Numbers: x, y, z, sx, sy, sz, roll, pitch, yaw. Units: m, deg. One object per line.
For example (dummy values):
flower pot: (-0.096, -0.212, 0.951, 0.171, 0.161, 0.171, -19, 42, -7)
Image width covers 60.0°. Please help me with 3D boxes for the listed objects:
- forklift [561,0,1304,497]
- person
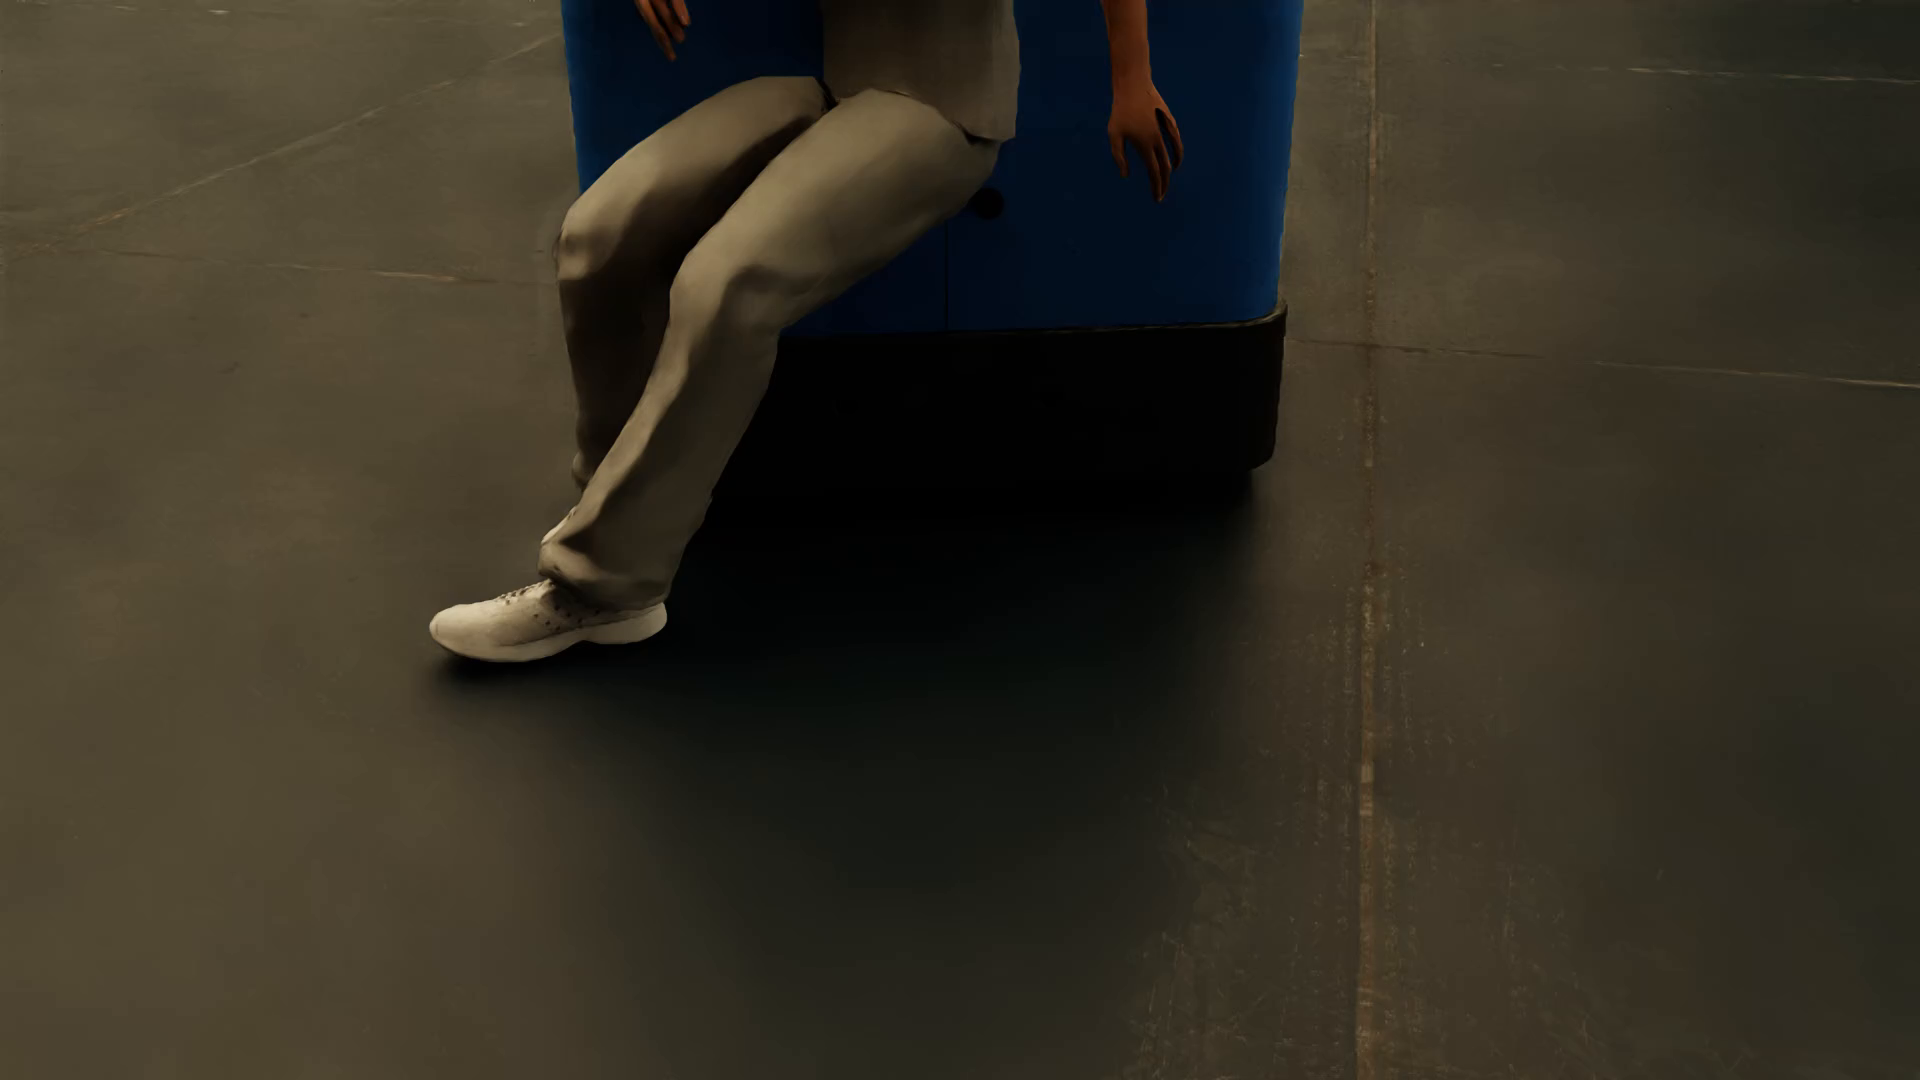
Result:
forklift: (-0.173, -2.003, 3.216, 1.130, 2.935, 3.031, -3, 27, -5)
person: (-0.257, -0.515, 2.060, 0.833, 1.432, 0.868, 20, 33, 34)
